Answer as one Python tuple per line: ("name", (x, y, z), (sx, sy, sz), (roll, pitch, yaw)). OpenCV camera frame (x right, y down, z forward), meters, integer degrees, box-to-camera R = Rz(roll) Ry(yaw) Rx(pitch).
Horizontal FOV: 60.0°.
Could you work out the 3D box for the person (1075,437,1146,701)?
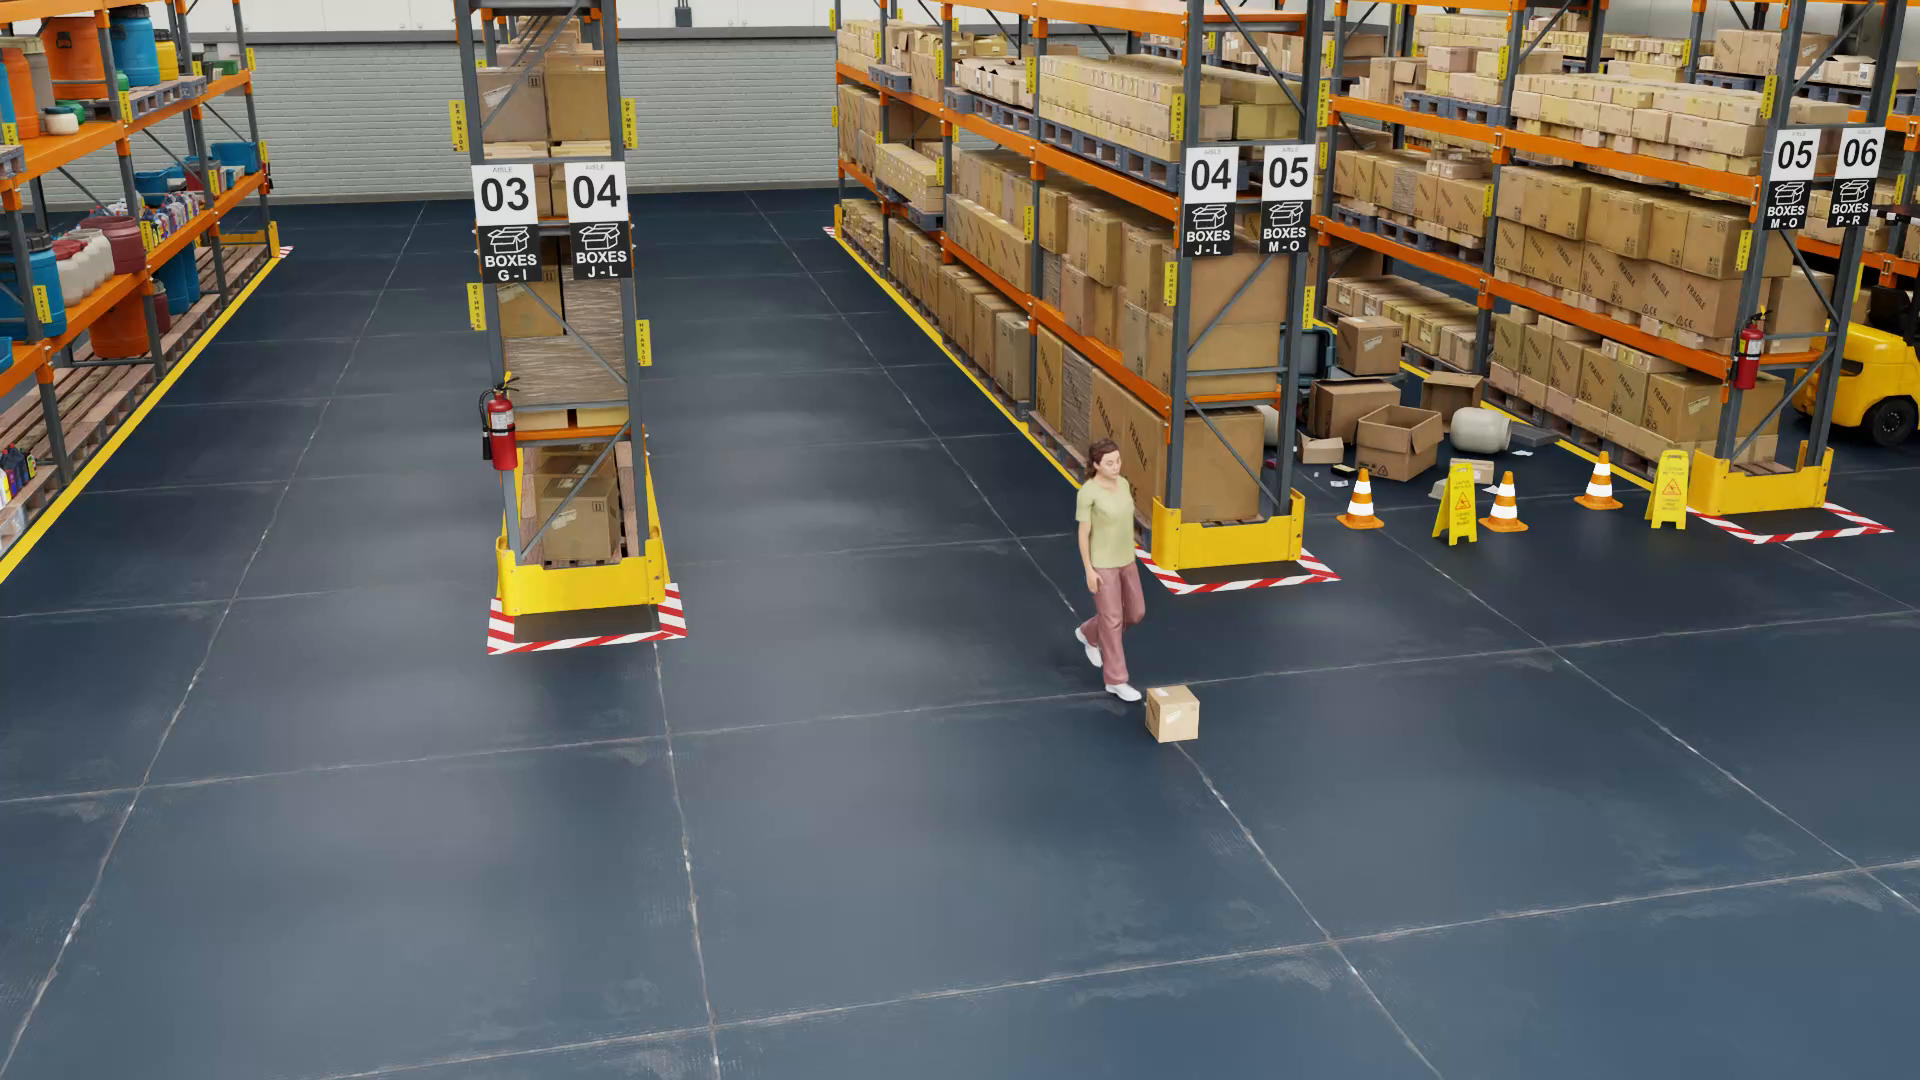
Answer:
("person", (0.961, 0.155, 10.612), (0.464, 1.658, 0.710), (-17, 26, -39))
